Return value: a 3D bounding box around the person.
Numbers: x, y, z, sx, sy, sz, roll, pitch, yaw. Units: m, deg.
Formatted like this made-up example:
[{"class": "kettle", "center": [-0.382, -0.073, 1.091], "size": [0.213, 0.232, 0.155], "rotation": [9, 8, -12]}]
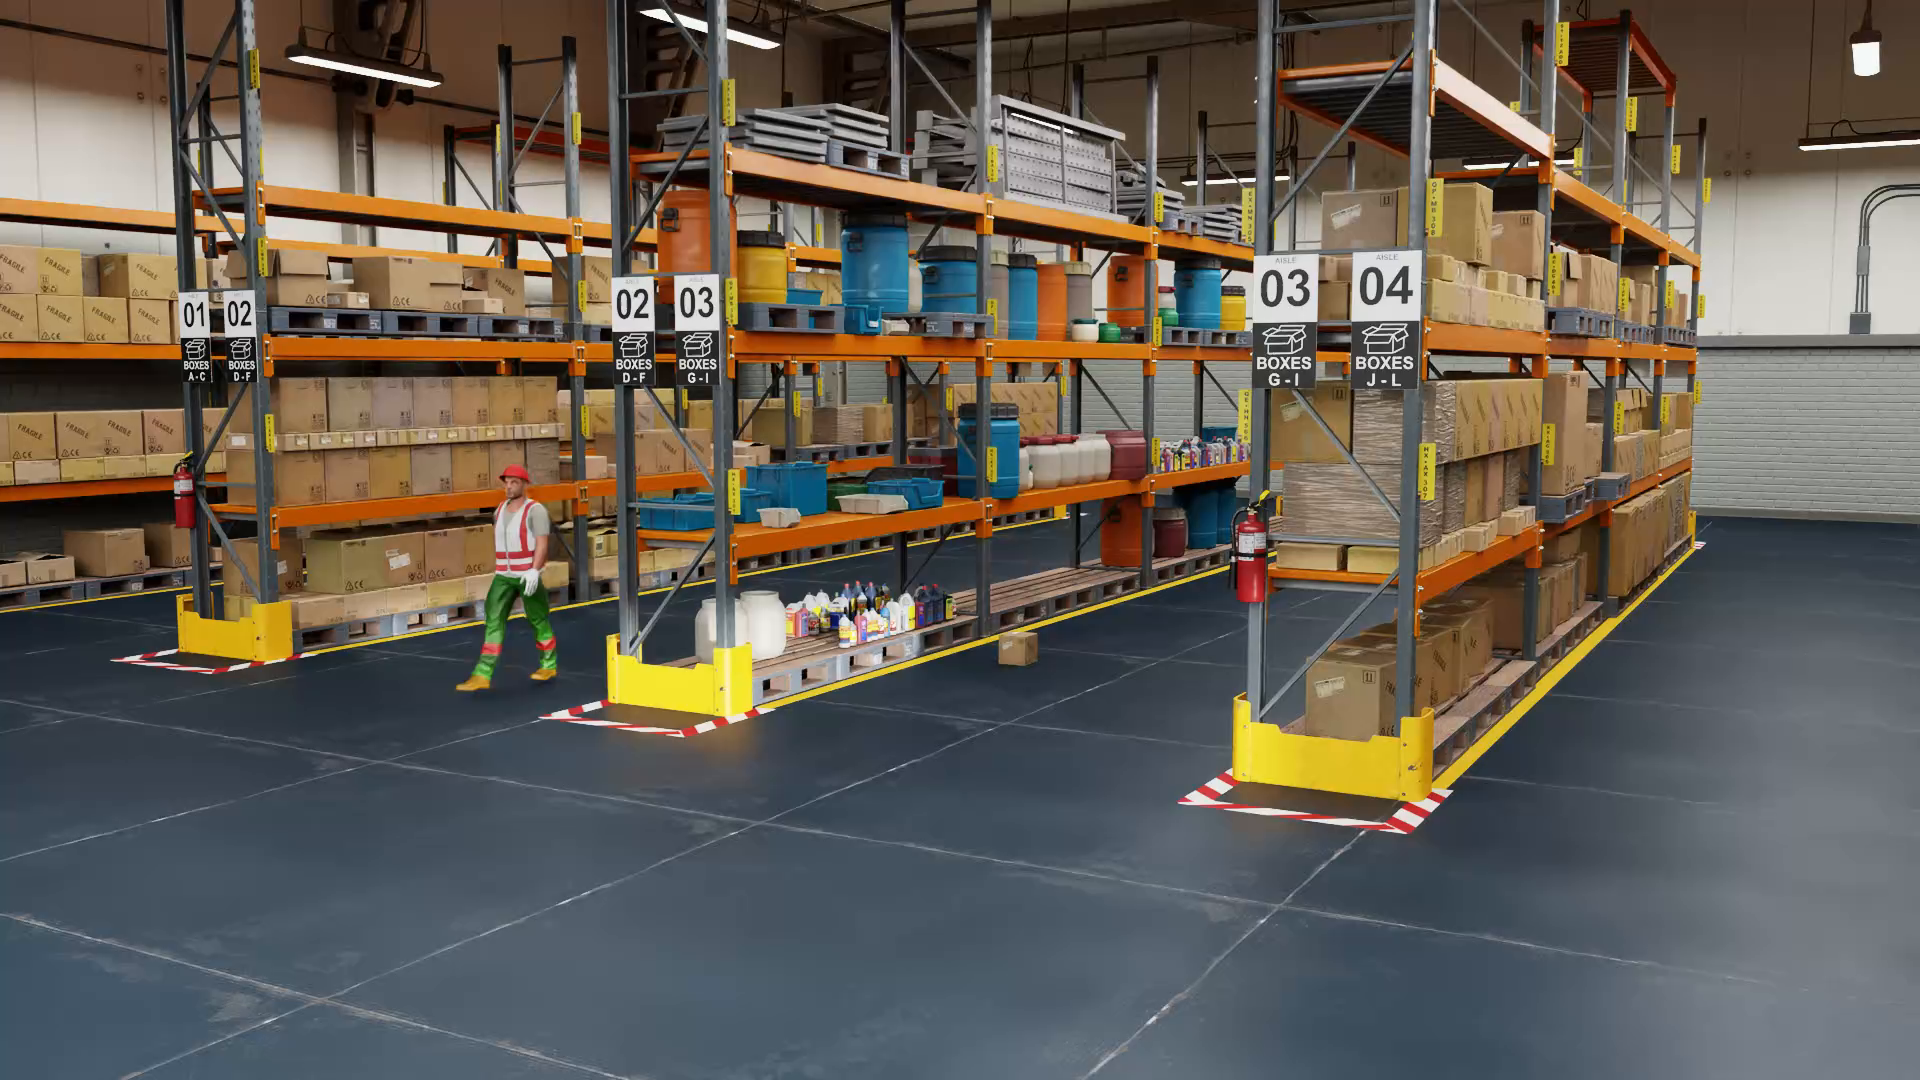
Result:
[{"class": "person", "center": [-3.502, 0.284, 12.984], "size": [0.577, 1.737, 0.995], "rotation": [2, 6, 19]}]
